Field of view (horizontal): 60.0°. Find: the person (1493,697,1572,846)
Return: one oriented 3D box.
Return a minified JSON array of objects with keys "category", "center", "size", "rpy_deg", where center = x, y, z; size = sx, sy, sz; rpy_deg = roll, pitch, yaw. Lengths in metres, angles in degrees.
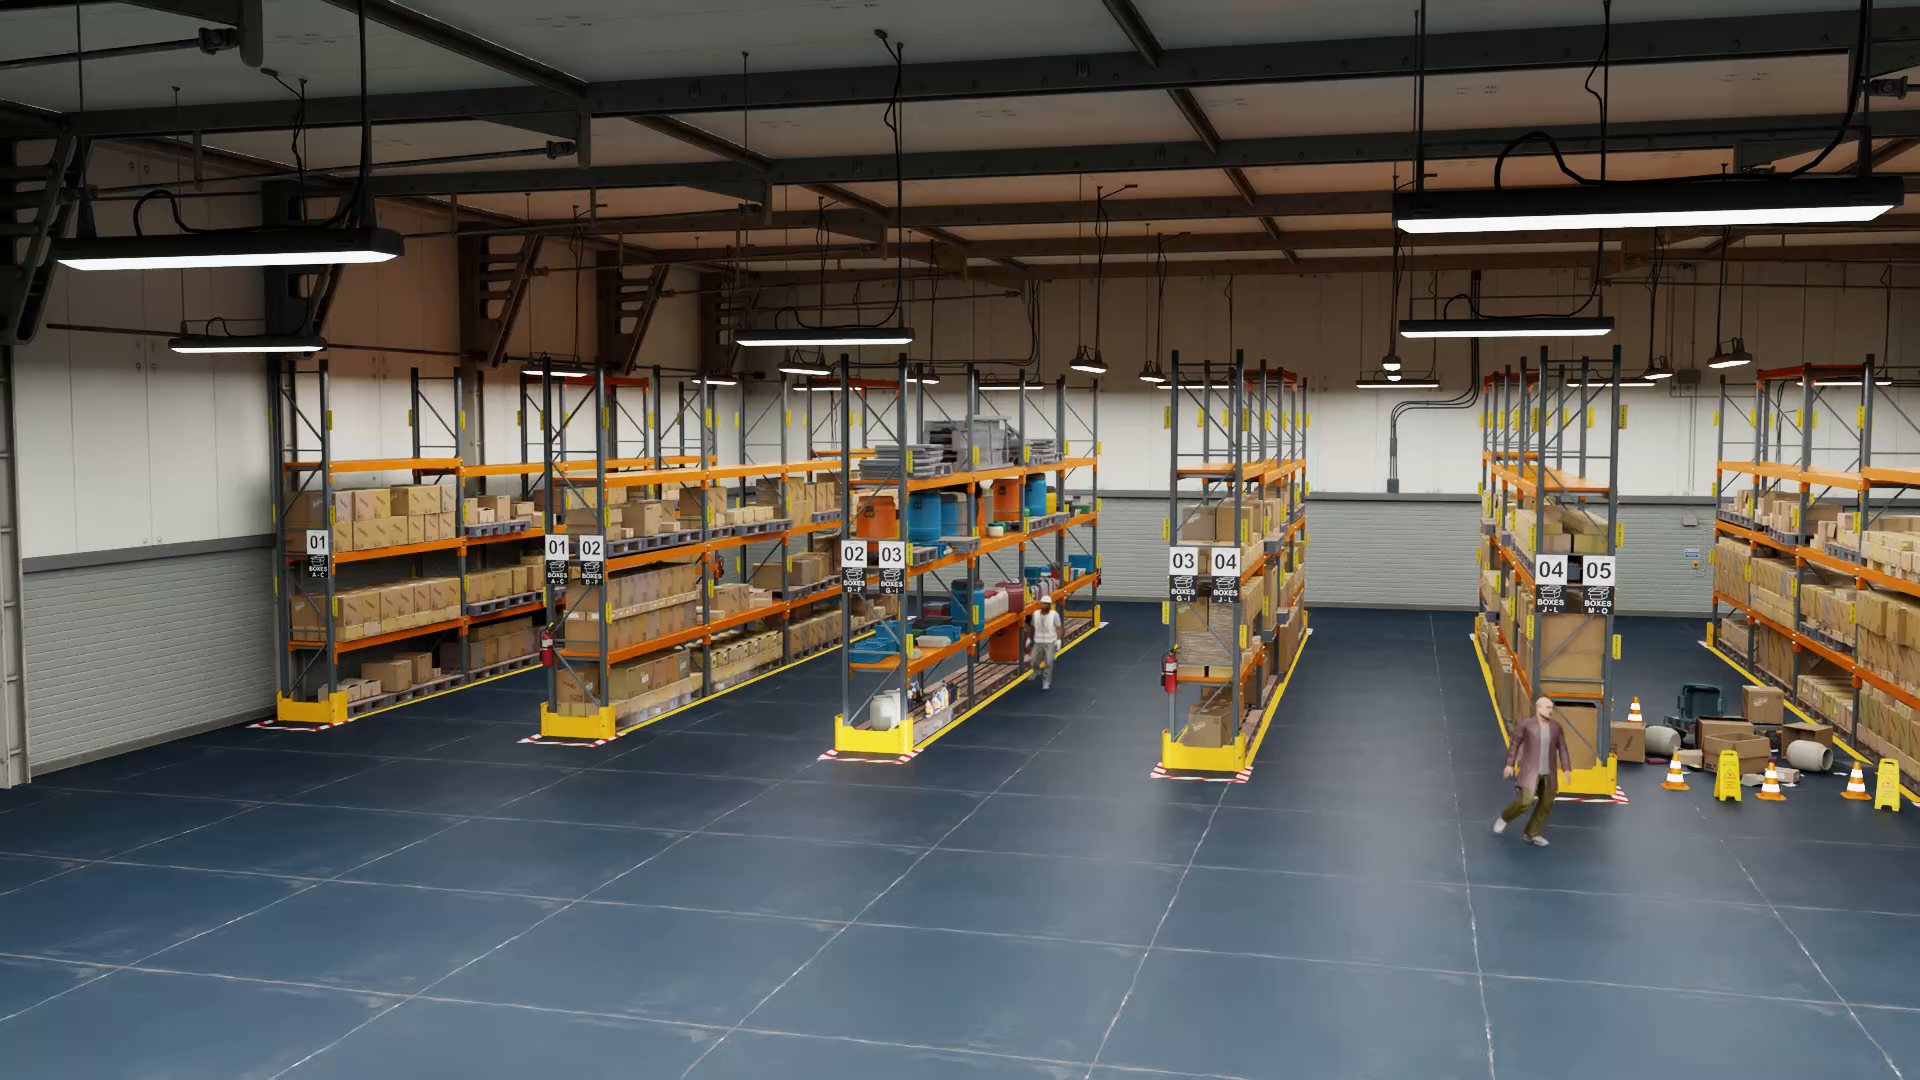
[{"category":"person","center":[6.751,2.715,19.658],"size":[0.811,1.743,0.626],"rpy_deg":[0,4,-7]}]

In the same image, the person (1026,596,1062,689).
[{"category":"person","center":[1.578,1.894,30.999],"size":[0.730,1.751,0.681],"rpy_deg":[1,4,14]}]
